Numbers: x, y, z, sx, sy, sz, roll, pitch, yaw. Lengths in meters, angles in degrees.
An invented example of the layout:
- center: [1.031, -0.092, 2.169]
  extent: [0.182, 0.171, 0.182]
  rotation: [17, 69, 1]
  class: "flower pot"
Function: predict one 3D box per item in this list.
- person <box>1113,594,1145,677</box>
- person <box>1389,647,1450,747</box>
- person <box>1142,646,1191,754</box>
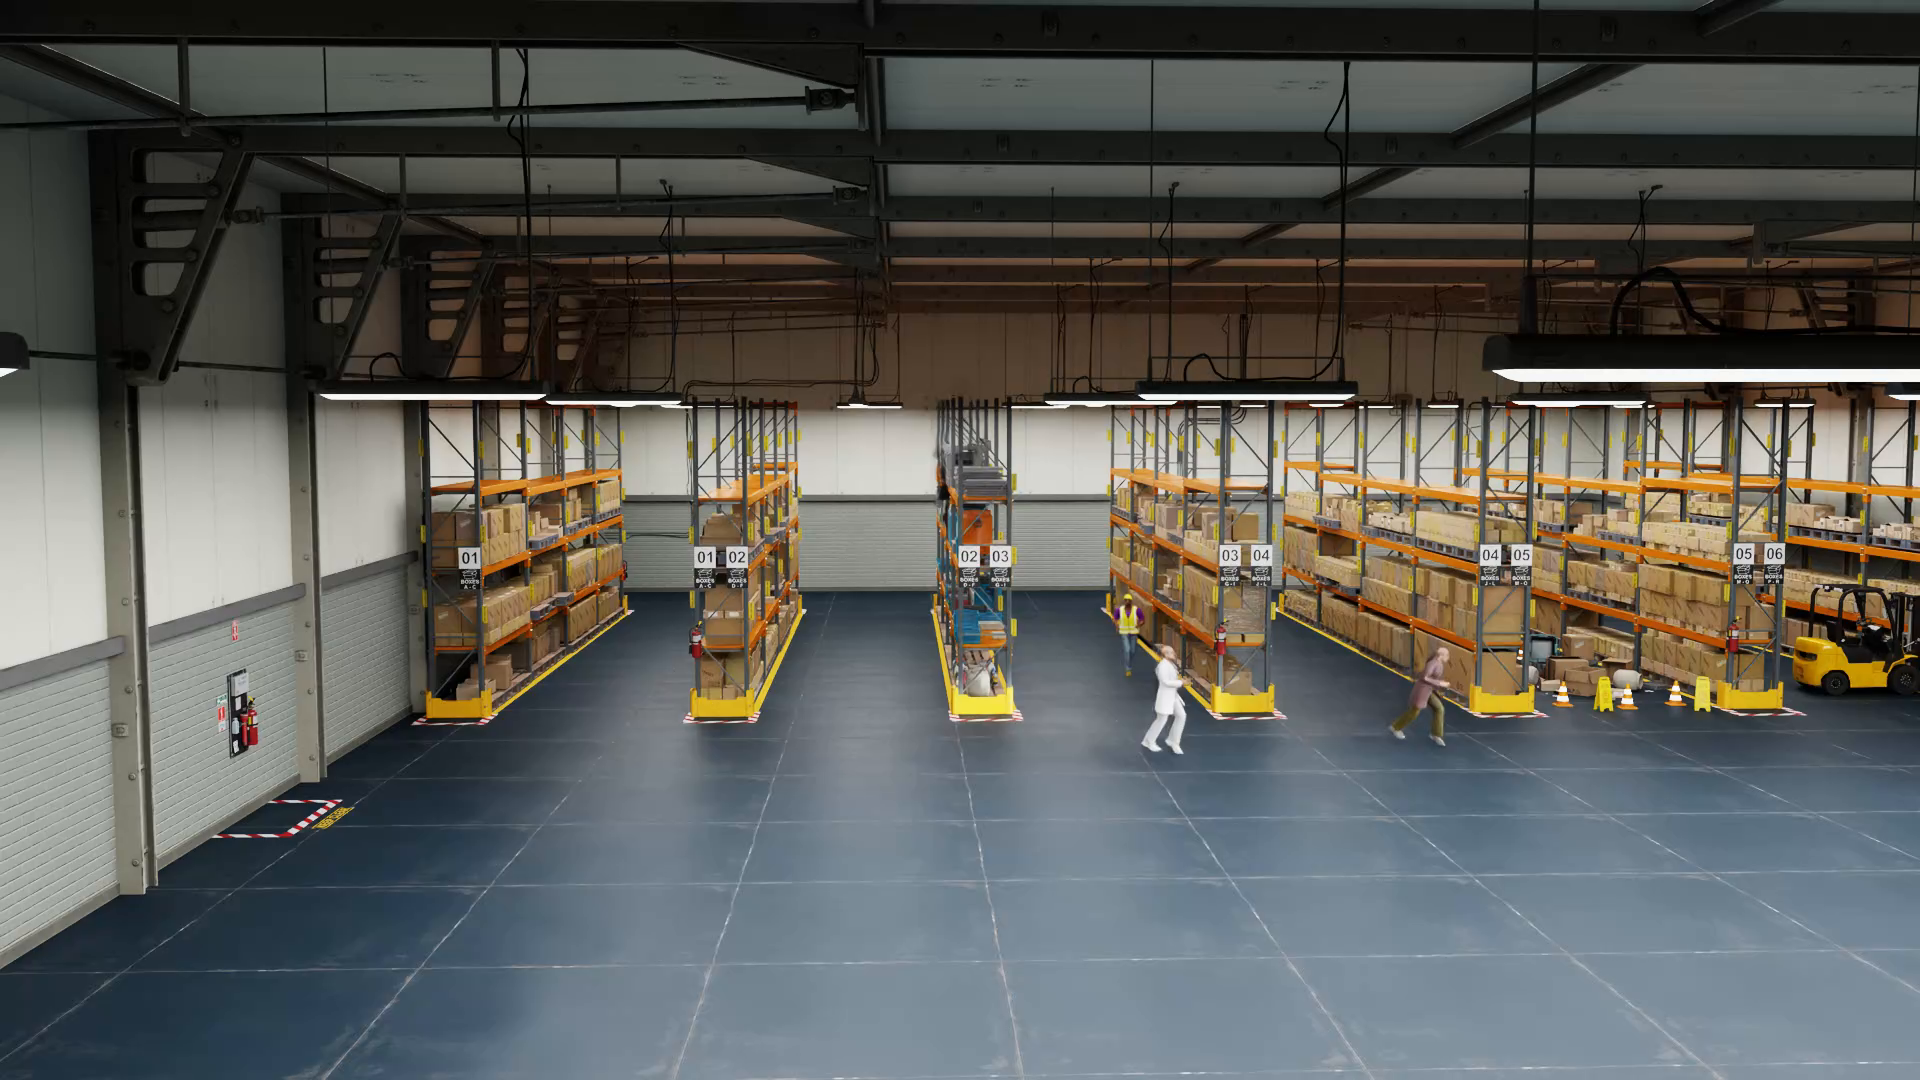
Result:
- center: [3.689, 2.054, 36.230]
  extent: [0.689, 1.767, 0.852]
  rotation: [0, 4, 2]
  class: "person"
- center: [7.939, 2.691, 28.707]
  extent: [1.060, 1.746, 0.754]
  rotation: [3, 5, 32]
  class: "person"
- center: [3.476, 2.694, 27.813]
  extent: [0.808, 1.855, 0.708]
  rotation: [2, 5, 25]
  class: "person"
